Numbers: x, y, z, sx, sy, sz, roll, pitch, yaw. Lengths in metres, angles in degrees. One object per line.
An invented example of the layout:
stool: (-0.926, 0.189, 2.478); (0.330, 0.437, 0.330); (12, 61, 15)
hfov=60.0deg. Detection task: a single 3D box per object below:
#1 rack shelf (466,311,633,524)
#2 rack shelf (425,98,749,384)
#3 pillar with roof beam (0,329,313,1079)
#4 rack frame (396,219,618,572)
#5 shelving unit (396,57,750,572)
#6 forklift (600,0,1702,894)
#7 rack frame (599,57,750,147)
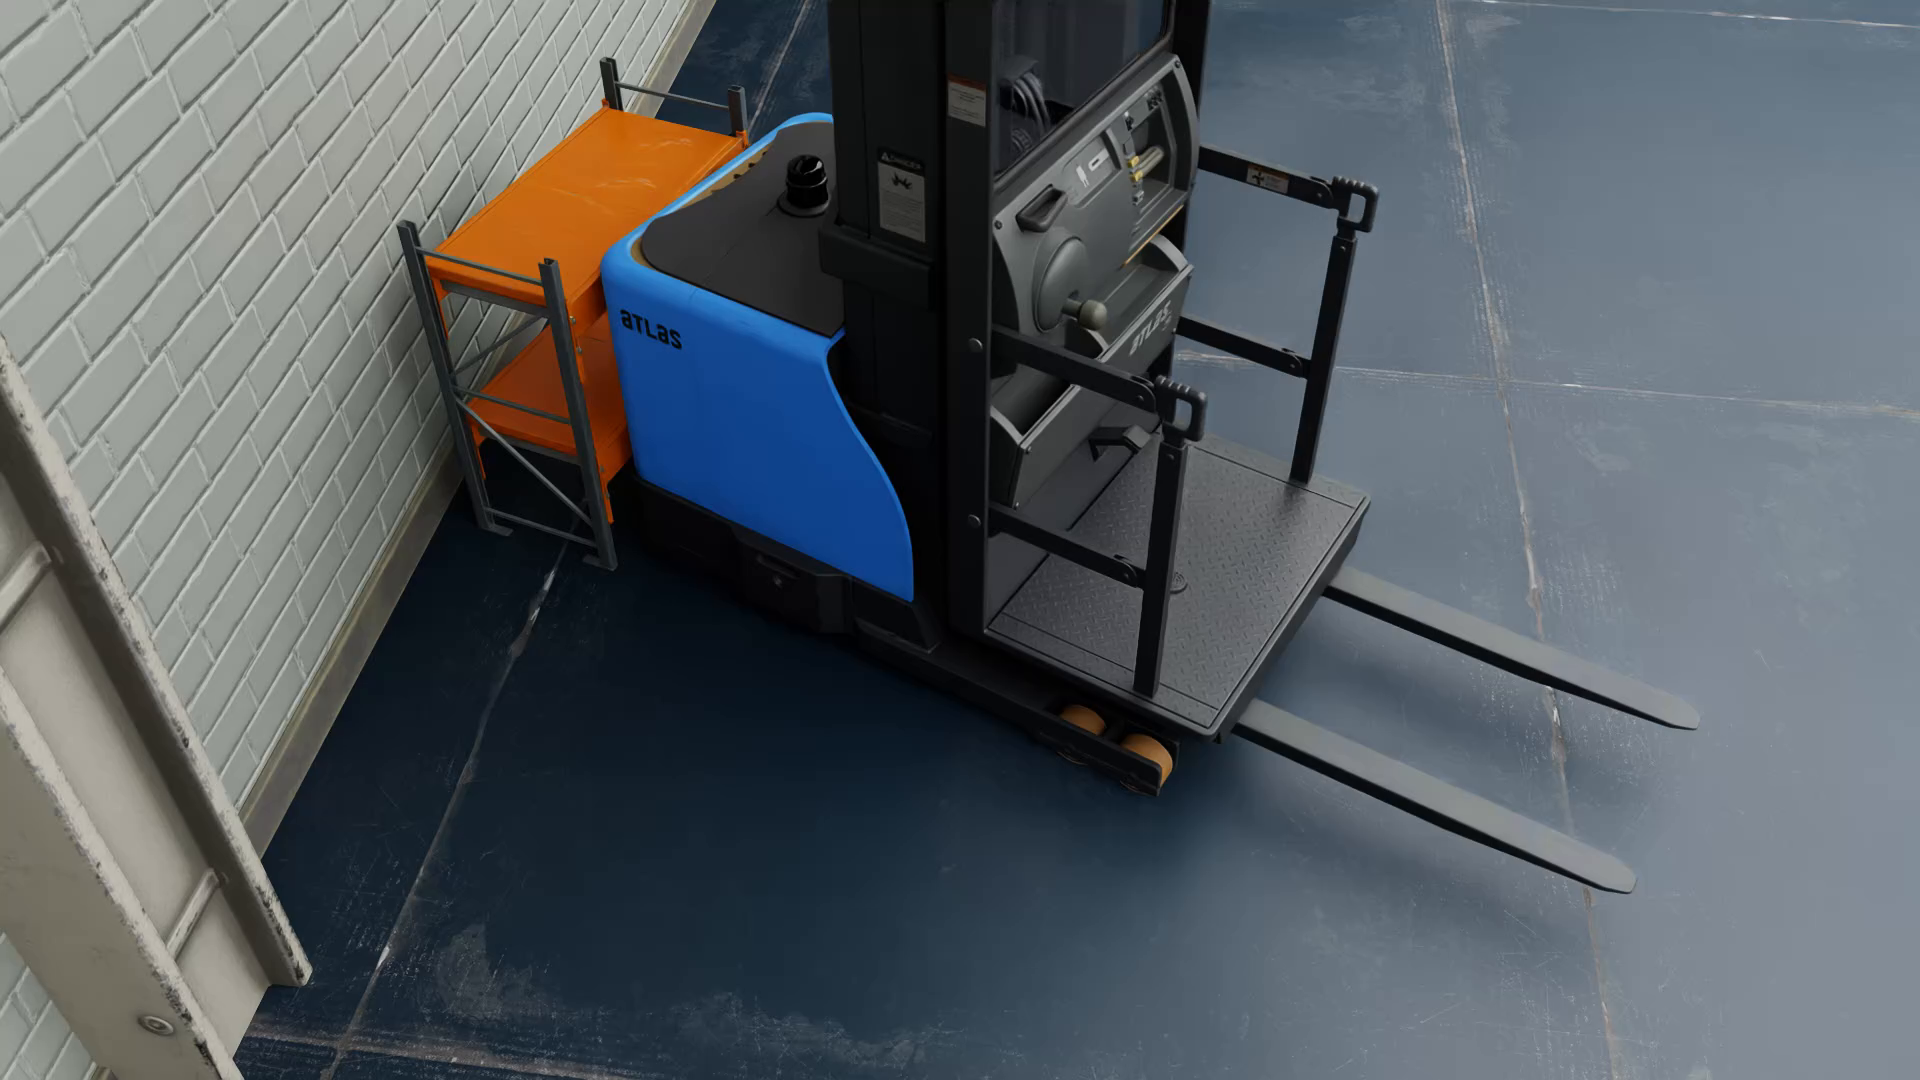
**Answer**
rack shelf: (-1.095, -0.532, 5.349); (0.538, 0.278, 1.000); (17, 46, 17)
rack shelf: (-1.095, -0.922, 4.980); (0.538, 0.278, 1.000); (17, 46, 17)
pillar with roof beam: (2.484, -1.695, 0.496); (9.100, 9.000, 0.400); (5, 44, 6)
rack frame: (-1.298, -0.389, 4.843); (0.500, 1.125, 0.032); (17, 46, 17)
shelving unit: (-1.095, -0.710, 5.181); (0.538, 1.125, 1.048); (17, 46, 17)
forklift: (0.520, -0.796, 3.959); (3.031, 2.935, 1.130); (23, 48, 23)
rack frame: (-0.893, -1.030, 5.520); (0.500, 1.125, 0.032); (17, 46, 17)
